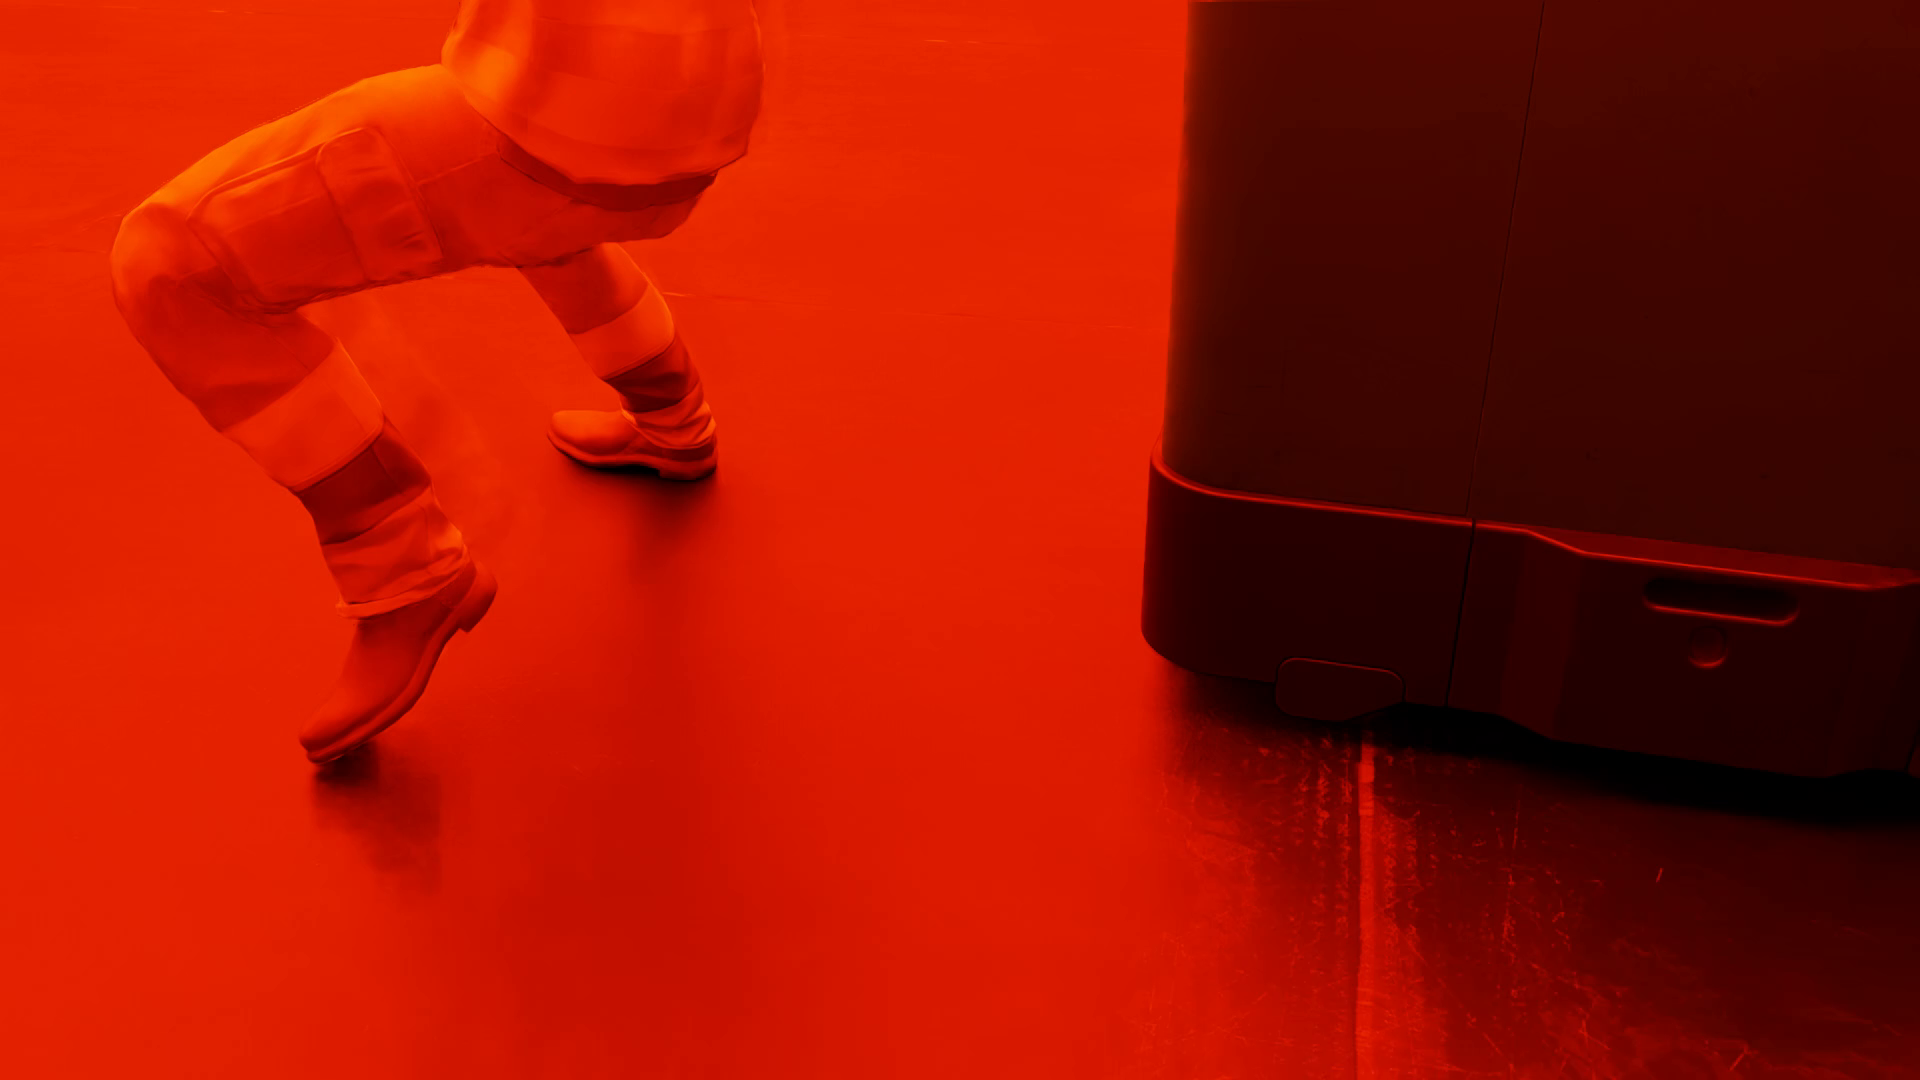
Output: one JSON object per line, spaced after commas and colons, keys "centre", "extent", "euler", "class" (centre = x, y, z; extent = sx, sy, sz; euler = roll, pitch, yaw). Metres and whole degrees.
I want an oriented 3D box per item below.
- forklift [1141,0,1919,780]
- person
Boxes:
{"centre": [1.805, -1.134, 1.493], "extent": [3.031, 2.935, 1.130], "euler": [7, 28, 14], "class": "forklift"}
{"centre": [-0.607, -0.599, 2.001], "extent": [0.762, 1.518, 1.032], "euler": [11, 29, 20], "class": "person"}
